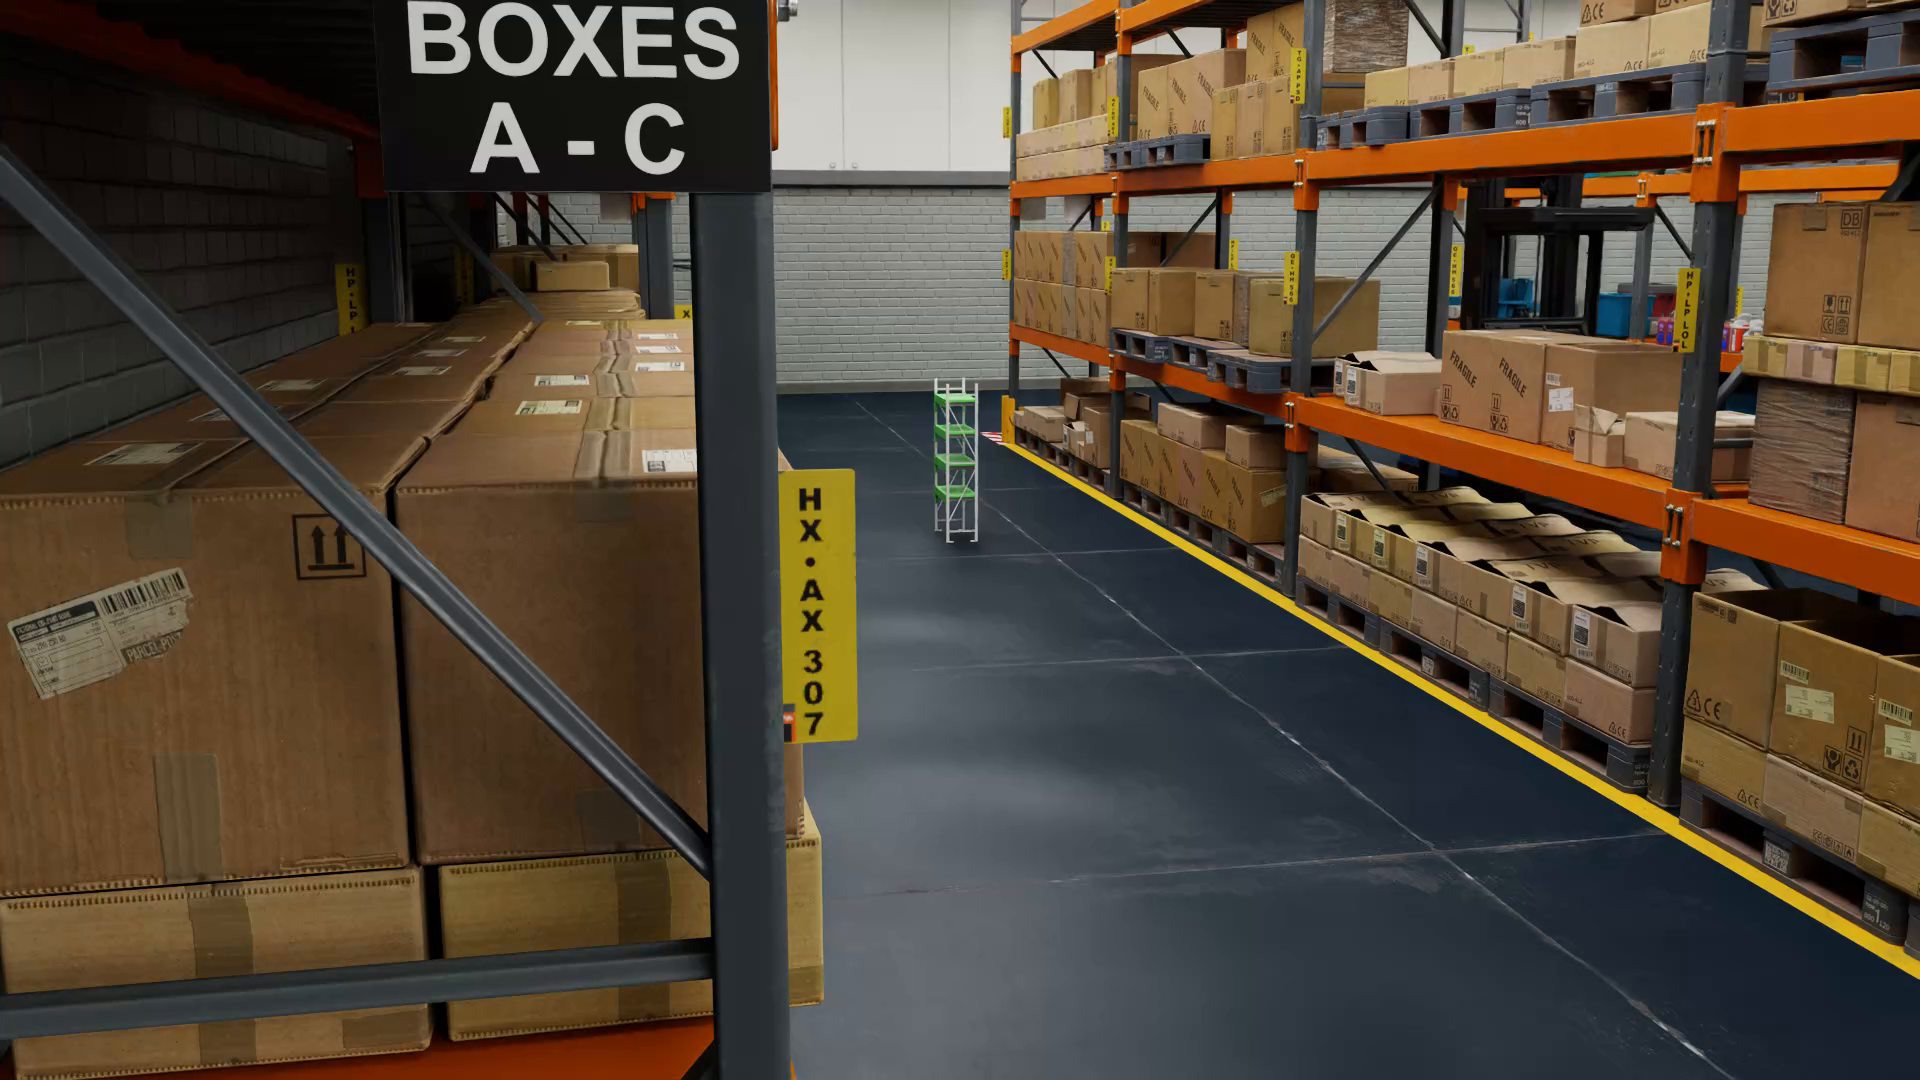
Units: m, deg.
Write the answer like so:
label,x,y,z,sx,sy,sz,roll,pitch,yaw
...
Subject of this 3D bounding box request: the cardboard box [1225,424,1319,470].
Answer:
label,x,y,z,sx,sy,sz,roll,pitch,yaw
cardboard box,2.172,-0.653,11.610,0.500,0.250,0.500,-2,11,-9

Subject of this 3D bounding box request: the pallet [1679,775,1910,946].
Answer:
label,x,y,z,sx,sy,sz,roll,pitch,yaw
pallet,3.491,1.127,6.210,1.003,0.211,1.213,-2,11,-11

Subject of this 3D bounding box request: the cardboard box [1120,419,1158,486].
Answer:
label,x,y,z,sx,sy,sz,roll,pitch,yaw
cardboard box,1.676,-0.748,14.112,0.500,0.500,0.500,-3,11,-14

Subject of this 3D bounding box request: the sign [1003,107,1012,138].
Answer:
label,x,y,z,sx,sy,sz,roll,pitch,yaw
sign,0.511,-4.474,17.821,0.100,0.325,0.005,-2,11,-11

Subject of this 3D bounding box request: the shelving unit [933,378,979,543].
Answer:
label,x,y,z,sx,sy,sz,roll,pitch,yaw
shelving unit,-0.032,-0.620,12.744,0.258,1.200,0.503,-2,11,-11

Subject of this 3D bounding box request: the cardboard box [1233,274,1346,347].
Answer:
label,x,y,z,sx,sy,sz,roll,pitch,yaw
cardboard box,2.376,-1.665,12.033,0.700,0.500,0.500,0,11,0

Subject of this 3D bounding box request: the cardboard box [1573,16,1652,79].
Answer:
label,x,y,z,sx,sy,sz,roll,pitch,yaw
cardboard box,3.157,-2.210,7.542,0.500,0.250,0.500,-3,11,-17

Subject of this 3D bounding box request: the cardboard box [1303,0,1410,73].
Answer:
label,x,y,z,sx,sy,sz,roll,pitch,yaw
cardboard box,2.521,-3.218,10.616,0.500,0.500,0.500,-2,11,-11

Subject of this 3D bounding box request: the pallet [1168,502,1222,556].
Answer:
label,x,y,z,sx,sy,sz,roll,pitch,yaw
pallet,2.257,-0.115,12.739,1.003,0.211,1.213,-2,11,-11

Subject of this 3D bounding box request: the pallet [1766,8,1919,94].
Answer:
label,x,y,z,sx,sy,sz,roll,pitch,yaw
pallet,3.568,-1.665,5.635,1.003,0.211,1.213,-2,11,-11

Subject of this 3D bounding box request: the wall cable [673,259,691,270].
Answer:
label,x,y,z,sx,sy,sz,roll,pitch,yaw
wall cable,-4.565,-4.882,22.585,3.097,2.526,0.112,-2,11,-11

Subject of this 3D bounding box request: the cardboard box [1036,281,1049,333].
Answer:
label,x,y,z,sx,sy,sz,roll,pitch,yaw
cardboard box,1.071,-2.363,16.819,0.500,0.500,0.500,-2,11,-11

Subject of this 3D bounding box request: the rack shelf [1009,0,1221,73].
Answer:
label,x,y,z,sx,sy,sz,roll,pitch,yaw
rack shelf,1.432,-4.816,15.866,1.077,0.370,4.000,-2,11,-11

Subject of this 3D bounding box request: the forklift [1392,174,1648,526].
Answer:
label,x,y,z,sx,sy,sz,roll,pitch,yaw
forklift,4.703,-1.617,13.355,1.130,2.935,3.031,-3,11,-14

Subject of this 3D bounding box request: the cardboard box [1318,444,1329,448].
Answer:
label,x,y,z,sx,sy,sz,roll,pitch,yaw
cardboard box,2.484,-0.489,12.754,0.500,0.500,0.500,-3,11,-13

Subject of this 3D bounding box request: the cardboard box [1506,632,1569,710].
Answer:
label,x,y,z,sx,sy,sz,roll,pitch,yaw
cardboard box,2.915,0.596,7.774,0.500,0.250,0.500,-2,11,-12

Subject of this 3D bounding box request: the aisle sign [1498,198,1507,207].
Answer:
label,x,y,z,sx,sy,sz,roll,pitch,yaw
aisle sign,6.176,-4.071,19.112,0.394,0.787,0.004,-2,11,-11

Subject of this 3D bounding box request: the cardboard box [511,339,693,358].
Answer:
label,x,y,z,sx,sy,sz,roll,pitch,yaw
cardboard box,-0.896,-0.254,4.352,0.500,0.500,0.500,-2,11,-13

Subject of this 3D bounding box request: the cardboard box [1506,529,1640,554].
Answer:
label,x,y,z,sx,sy,sz,roll,pitch,yaw
cardboard box,3.241,0.112,8.816,0.500,0.311,0.500,-2,11,-9

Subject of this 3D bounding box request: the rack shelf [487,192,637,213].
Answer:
label,x,y,z,sx,sy,sz,roll,pitch,yaw
rack shelf,-2.648,-2.430,11.342,1.077,0.370,4.000,-2,11,-11

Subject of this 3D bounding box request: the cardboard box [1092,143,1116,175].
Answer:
label,x,y,z,sx,sy,sz,roll,pitch,yaw
cardboard box,1.466,-3.337,14.584,0.500,0.250,0.500,-2,11,-11

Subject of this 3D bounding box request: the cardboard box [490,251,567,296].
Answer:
label,x,y,z,sx,sy,sz,roll,pitch,yaw
cardboard box,-2.602,-1.590,9.906,0.500,0.250,0.500,-2,11,-9

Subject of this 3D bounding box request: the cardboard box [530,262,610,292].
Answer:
label,x,y,z,sx,sy,sz,roll,pitch,yaw
cardboard box,-2.086,-1.406,8.883,0.380,0.149,0.250,-4,12,-21

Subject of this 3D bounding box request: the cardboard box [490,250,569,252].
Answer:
label,x,y,z,sx,sy,sz,roll,pitch,yaw
cardboard box,-2.699,-1.685,10.406,0.500,0.250,0.500,-2,11,-13

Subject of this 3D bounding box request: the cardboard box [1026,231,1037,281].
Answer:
label,x,y,z,sx,sy,sz,roll,pitch,yaw
cardboard box,0.980,-2.945,17.204,0.500,0.500,0.500,-2,11,-10

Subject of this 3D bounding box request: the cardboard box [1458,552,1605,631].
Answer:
label,x,y,z,sx,sy,sz,roll,pitch,yaw
cardboard box,2.815,0.228,8.206,0.500,0.311,0.500,-2,11,-11

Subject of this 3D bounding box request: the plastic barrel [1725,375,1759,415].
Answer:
label,x,y,z,sx,sy,sz,roll,pitch,yaw
plastic barrel,6.908,-0.982,14.322,0.600,0.901,0.708,-2,11,-11

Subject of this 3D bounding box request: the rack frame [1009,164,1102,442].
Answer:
label,x,y,z,sx,sy,sz,roll,pitch,yaw
rack frame,1.043,-2.591,18.287,1.000,3.000,0.127,-2,11,-11

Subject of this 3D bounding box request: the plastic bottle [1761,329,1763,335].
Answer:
label,x,y,z,sx,sy,sz,roll,pitch,yaw
plastic bottle,6.618,-1.640,13.636,0.097,0.271,0.097,0,11,0

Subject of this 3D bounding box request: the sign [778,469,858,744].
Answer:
label,x,y,z,sx,sy,sz,roll,pitch,yaw
sign,-0.171,0.079,1.942,0.100,0.325,0.005,-2,11,-11

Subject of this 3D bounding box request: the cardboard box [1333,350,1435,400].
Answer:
label,x,y,z,sx,sy,sz,roll,pitch,yaw
cardboard box,2.627,-1.012,10.228,0.500,0.311,0.500,-1,11,-7

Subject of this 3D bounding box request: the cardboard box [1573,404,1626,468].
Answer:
label,x,y,z,sx,sy,sz,roll,pitch,yaw
cardboard box,3.026,-0.479,7.548,0.396,0.266,0.258,-2,11,-12

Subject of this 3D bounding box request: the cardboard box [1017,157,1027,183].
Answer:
label,x,y,z,sx,sy,sz,roll,pitch,yaw
cardboard box,0.894,-3.887,17.477,0.500,0.250,0.500,-2,11,-11

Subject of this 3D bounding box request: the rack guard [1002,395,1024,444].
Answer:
label,x,y,z,sx,sy,sz,roll,pitch,yaw
rack guard,1.058,-1.349,18.447,1.175,0.500,0.348,-2,11,-11

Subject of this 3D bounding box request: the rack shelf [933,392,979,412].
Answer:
label,x,y,z,sx,sy,sz,roll,pitch,yaw
rack shelf,-0.032,-1.029,12.666,0.258,0.148,0.480,-2,11,-11

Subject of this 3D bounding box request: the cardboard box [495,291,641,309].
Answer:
label,x,y,z,sx,sy,sz,roll,pitch,yaw
cardboard box,-2.023,-1.021,8.593,0.700,0.500,0.500,-3,11,-16

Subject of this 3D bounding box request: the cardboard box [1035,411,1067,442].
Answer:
label,x,y,z,sx,sy,sz,roll,pitch,yaw
cardboard box,1.065,-1.163,16.961,0.500,0.250,0.500,-2,11,-11

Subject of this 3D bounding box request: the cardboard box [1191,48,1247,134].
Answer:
label,x,y,z,sx,sy,sz,roll,pitch,yaw
cardboard box,2.109,-3.296,12.310,0.600,0.600,0.600,-3,11,-13

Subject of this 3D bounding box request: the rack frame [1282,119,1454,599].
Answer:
label,x,y,z,sx,sy,sz,roll,pitch,yaw
rack frame,2.599,-1.124,10.578,1.000,3.000,0.127,-2,11,-11

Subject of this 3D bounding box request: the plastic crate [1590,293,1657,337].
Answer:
label,x,y,z,sx,sy,sz,roll,pitch,yaw
plastic crate,6.255,-2.132,15.756,0.392,0.384,0.575,-2,11,-11

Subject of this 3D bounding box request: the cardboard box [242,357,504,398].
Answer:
label,x,y,z,sx,sy,sz,roll,pitch,yaw
cardboard box,-1.294,-0.139,3.744,0.500,0.500,0.500,-2,11,-10

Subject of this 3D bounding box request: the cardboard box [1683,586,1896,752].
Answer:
label,x,y,z,sx,sy,sz,roll,pitch,yaw
cardboard box,3.160,0.482,6.365,0.500,0.500,0.500,-2,11,-11

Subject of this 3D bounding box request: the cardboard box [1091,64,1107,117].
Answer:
label,x,y,z,sx,sy,sz,roll,pitch,yaw
cardboard box,1.628,-4.147,15.500,0.700,0.500,0.500,-2,11,-11

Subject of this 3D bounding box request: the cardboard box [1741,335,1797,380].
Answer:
label,x,y,z,sx,sy,sz,roll,pitch,yaw
cardboard box,3.239,-0.702,6.358,0.380,0.149,0.250,-2,11,-11

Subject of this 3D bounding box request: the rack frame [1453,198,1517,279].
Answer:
label,x,y,z,sx,sy,sz,roll,pitch,yaw
rack frame,5.903,-2.770,19.230,1.000,3.000,0.127,-2,11,-11

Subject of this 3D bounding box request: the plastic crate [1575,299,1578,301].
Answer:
label,x,y,z,sx,sy,sz,roll,pitch,yaw
plastic crate,6.564,-2.295,16.887,0.437,0.282,0.530,-2,11,-11

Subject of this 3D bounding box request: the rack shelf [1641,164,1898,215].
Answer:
label,x,y,z,sx,sy,sz,roll,pitch,yaw
rack shelf,7.070,-2.790,13.235,1.077,0.370,4.000,-2,11,-11

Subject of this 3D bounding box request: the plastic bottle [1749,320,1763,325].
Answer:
label,x,y,z,sx,sy,sz,roll,pitch,yaw
plastic bottle,6.726,-1.713,14.005,0.152,0.276,0.135,-2,11,-11

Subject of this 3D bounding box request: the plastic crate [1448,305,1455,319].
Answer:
label,x,y,z,sx,sy,sz,roll,pitch,yaw
plastic crate,5.609,-2.551,18.623,0.250,0.136,0.298,-2,11,-11

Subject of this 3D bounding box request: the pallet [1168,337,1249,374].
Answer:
label,x,y,z,sx,sy,sz,roll,pitch,yaw
pallet,2.216,-1.386,12.469,1.003,0.211,1.213,-2,11,-11

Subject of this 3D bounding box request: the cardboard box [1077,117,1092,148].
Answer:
label,x,y,z,sx,sy,sz,roll,pitch,yaw
cardboard box,1.366,-3.674,15.018,0.500,0.250,0.500,-2,11,-11
